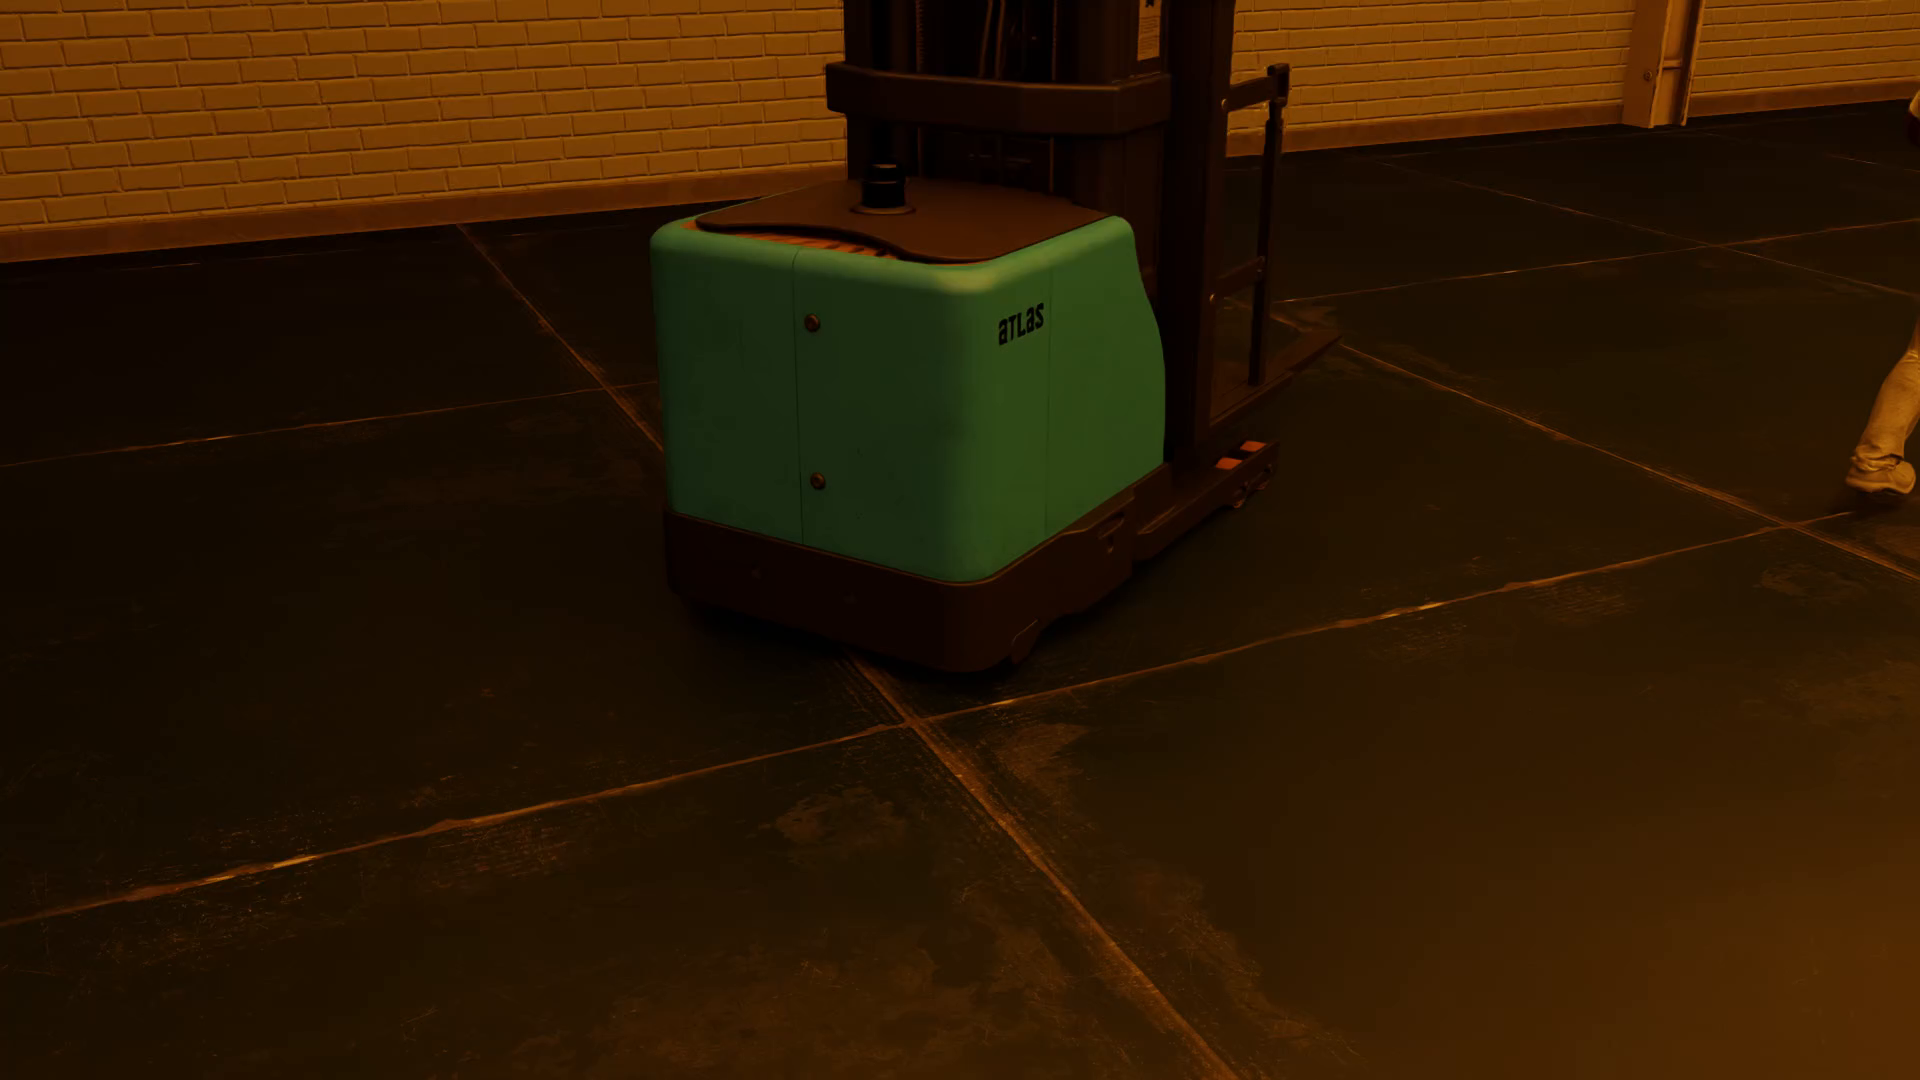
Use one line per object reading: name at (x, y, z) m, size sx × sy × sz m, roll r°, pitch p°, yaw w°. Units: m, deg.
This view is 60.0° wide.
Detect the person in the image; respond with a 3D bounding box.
person at (3.203, -0.913, 5.037) m, size 0.740 × 1.745 × 0.982 m, roll -12°, pitch 26°, yaw -27°

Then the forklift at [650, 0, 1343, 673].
forklift at (0.401, -1.540, 4.992) m, size 1.130 × 2.935 × 3.031 m, roll 14°, pitch 26°, yaw 30°
